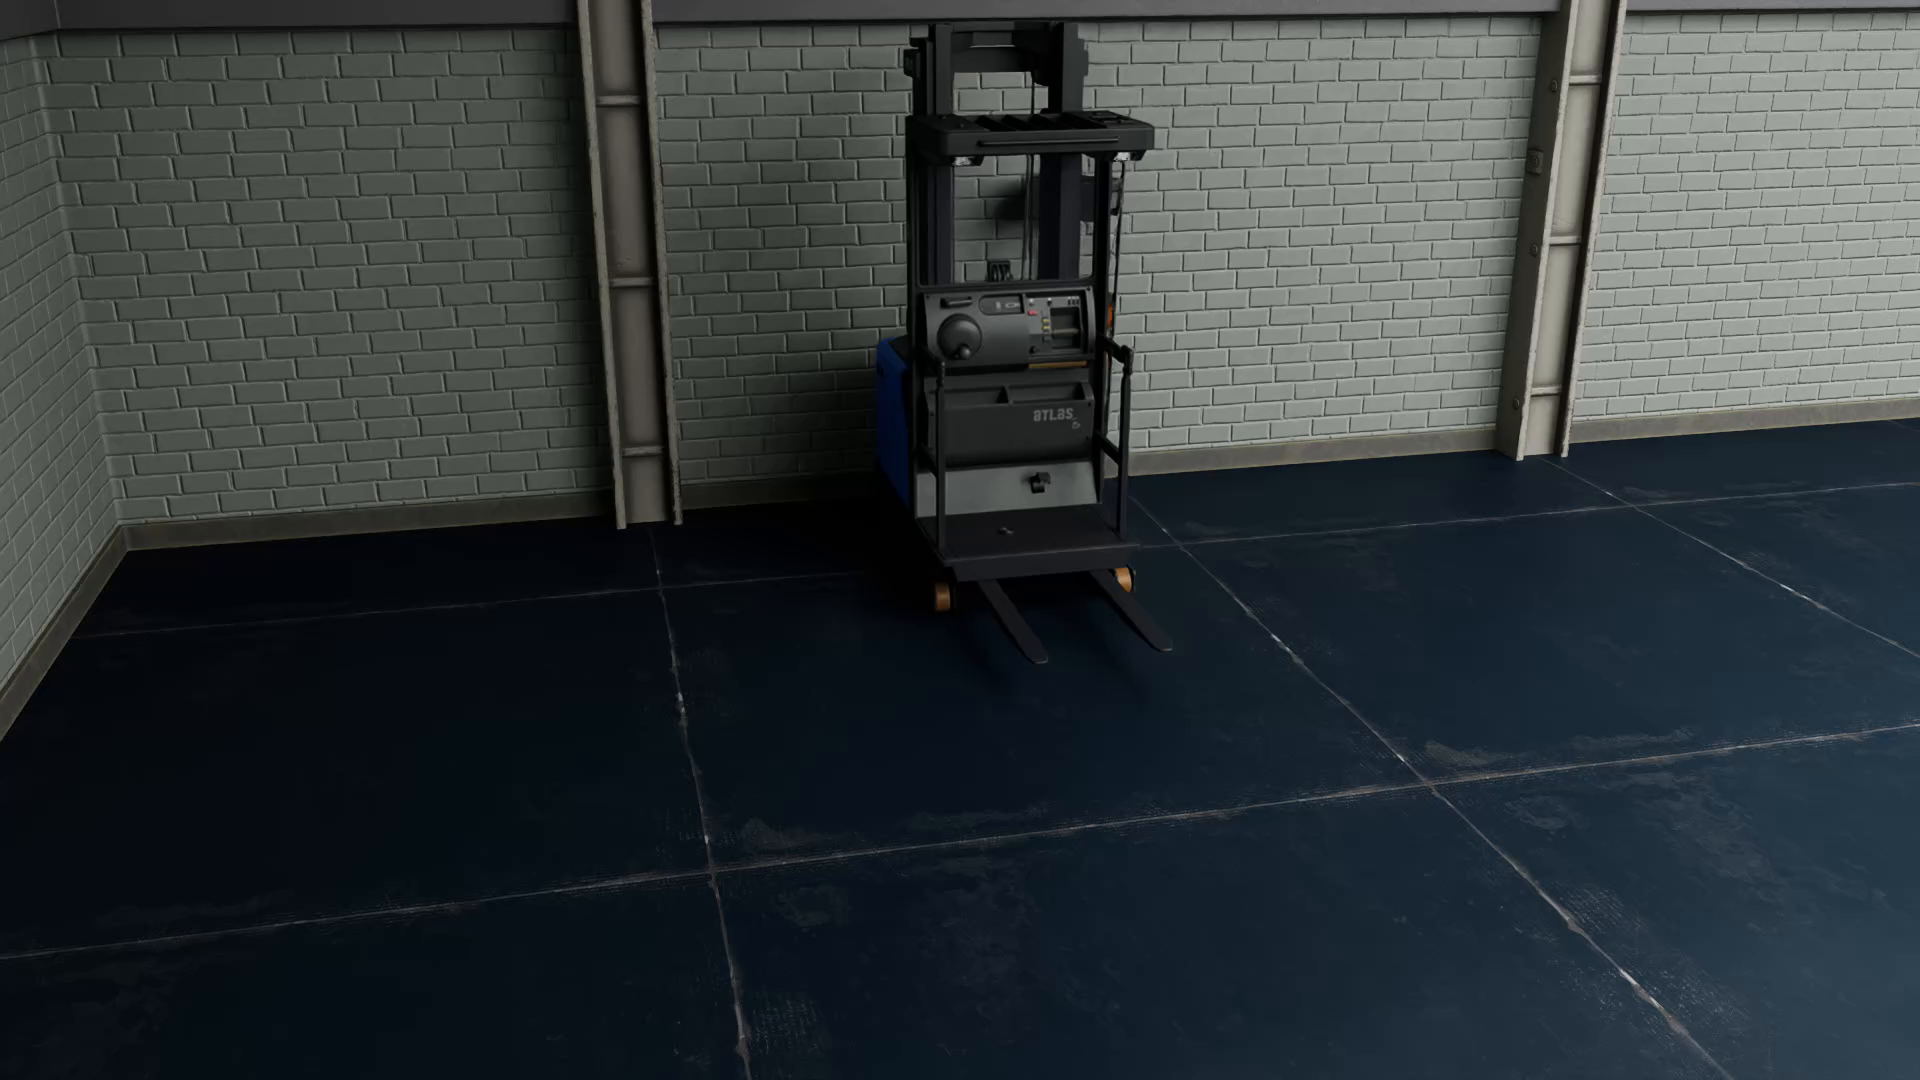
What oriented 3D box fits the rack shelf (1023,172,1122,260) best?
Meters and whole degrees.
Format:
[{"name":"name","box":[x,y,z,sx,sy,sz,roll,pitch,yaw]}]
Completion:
[{"name":"rack shelf","box":[0.683,-1.951,10.010,0.480,0.518,0.431,9,20,19]}]

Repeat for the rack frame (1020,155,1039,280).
[{"name":"rack frame","box":[0.430,-1.335,10.306,0.015,2.100,0.400,9,20,19]}]

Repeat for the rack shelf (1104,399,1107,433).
[{"name":"rack shelf","box":[0.633,-0.624,10.454,0.480,0.518,0.431,9,20,19]}]

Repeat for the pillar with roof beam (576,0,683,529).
[{"name":"pillar with roof beam","box":[-0.916,-2.917,4.695,0.400,9.000,9.100,-5,21,-12]}]

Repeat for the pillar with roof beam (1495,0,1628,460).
[{"name":"pillar with roof beam","box":[4.923,-3.392,5.991,0.400,9.000,9.100,-5,21,-12]}]

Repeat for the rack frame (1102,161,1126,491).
[{"name":"rack frame","box":[0.887,-1.266,10.149,0.015,2.100,0.400,9,20,19]}]

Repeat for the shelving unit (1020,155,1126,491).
[{"name":"shelving unit","box":[0.658,-1.301,10.228,0.503,2.100,0.431,9,20,19]}]

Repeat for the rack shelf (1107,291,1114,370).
[{"name":"rack shelf","box":[0.658,-1.288,10.232,0.480,0.518,0.431,9,20,19]}]

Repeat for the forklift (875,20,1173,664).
[{"name":"forklift","box":[0.318,-1.135,8.651,1.130,2.935,3.031,-5,21,-13]}]
